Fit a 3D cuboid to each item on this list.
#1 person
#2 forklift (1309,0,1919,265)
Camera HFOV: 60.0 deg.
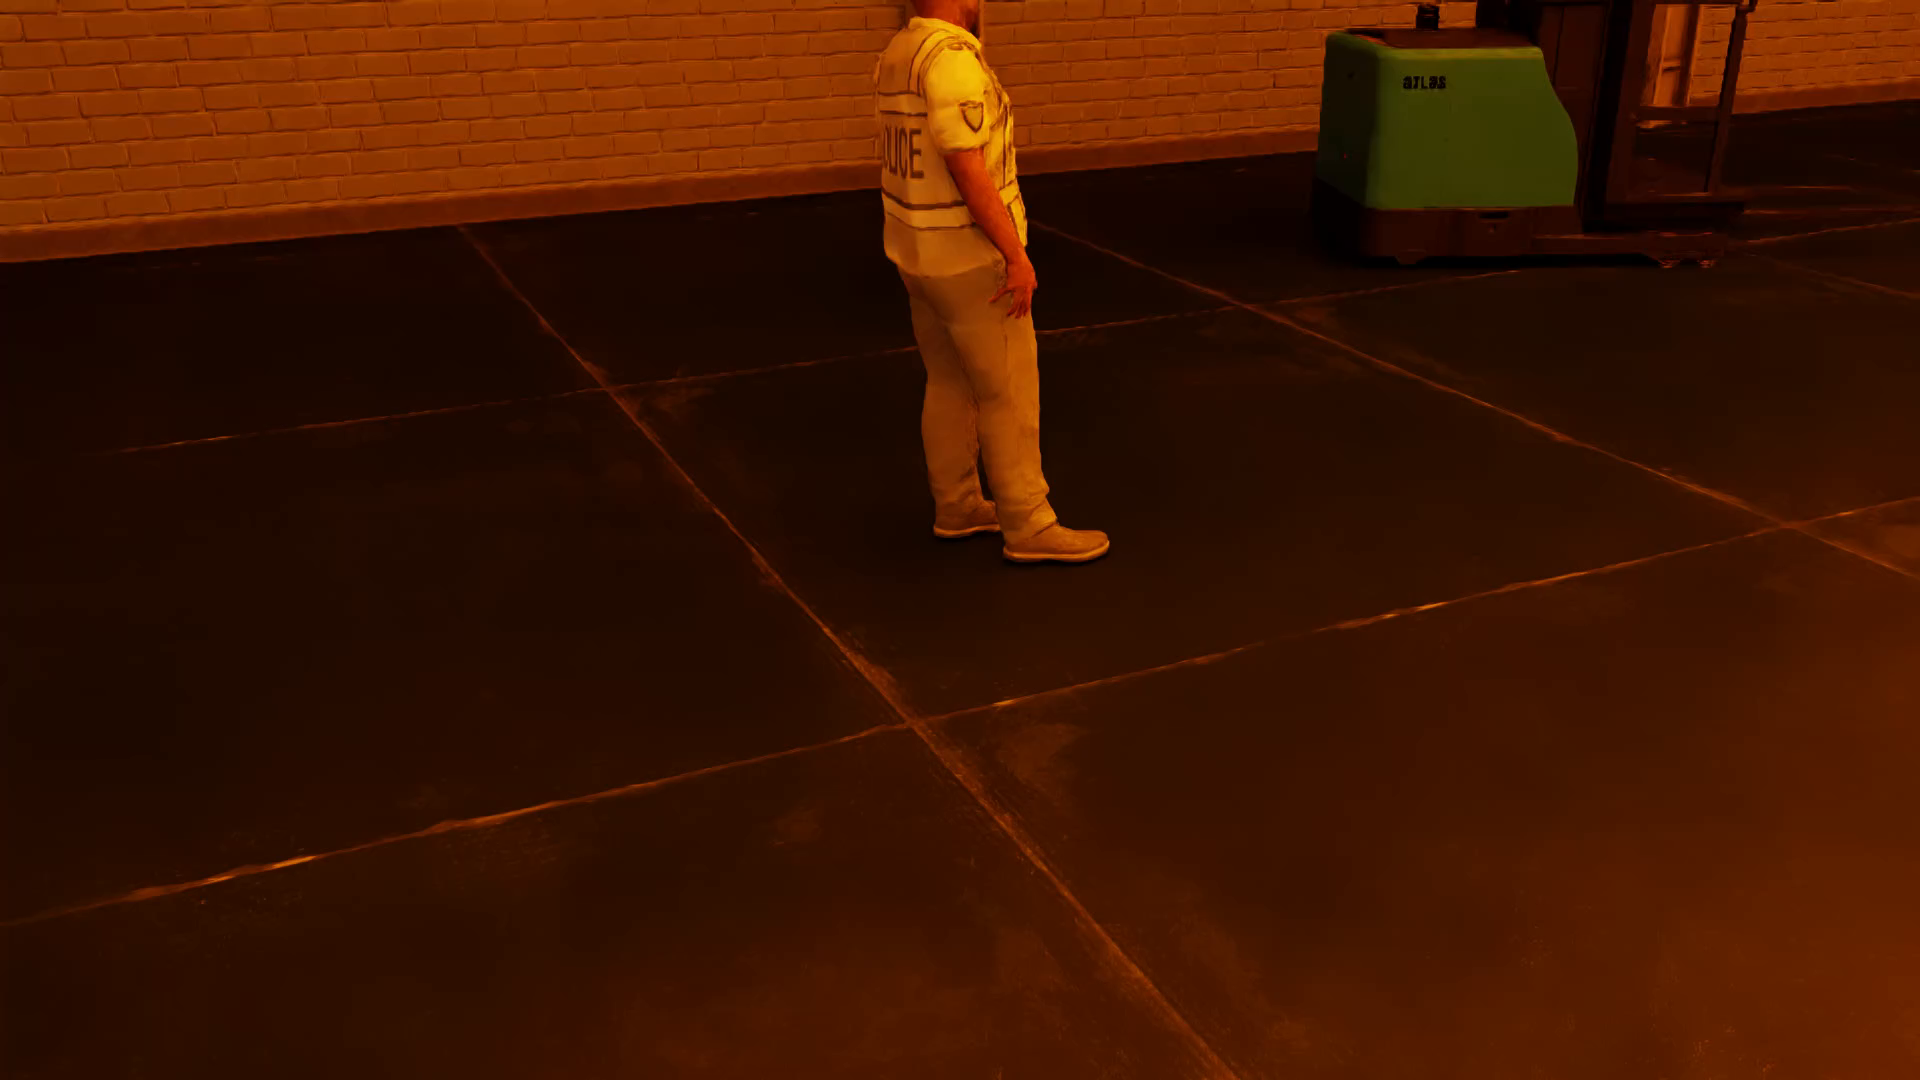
[{"bbox_3d":[0.076,-0.839,4.782,0.574,1.781,0.640,-10,25,-23],"label":"person"},{"bbox_3d":[3.480,-2.955,8.400,3.031,2.935,1.130,-2,23,-5],"label":"forklift"}]
